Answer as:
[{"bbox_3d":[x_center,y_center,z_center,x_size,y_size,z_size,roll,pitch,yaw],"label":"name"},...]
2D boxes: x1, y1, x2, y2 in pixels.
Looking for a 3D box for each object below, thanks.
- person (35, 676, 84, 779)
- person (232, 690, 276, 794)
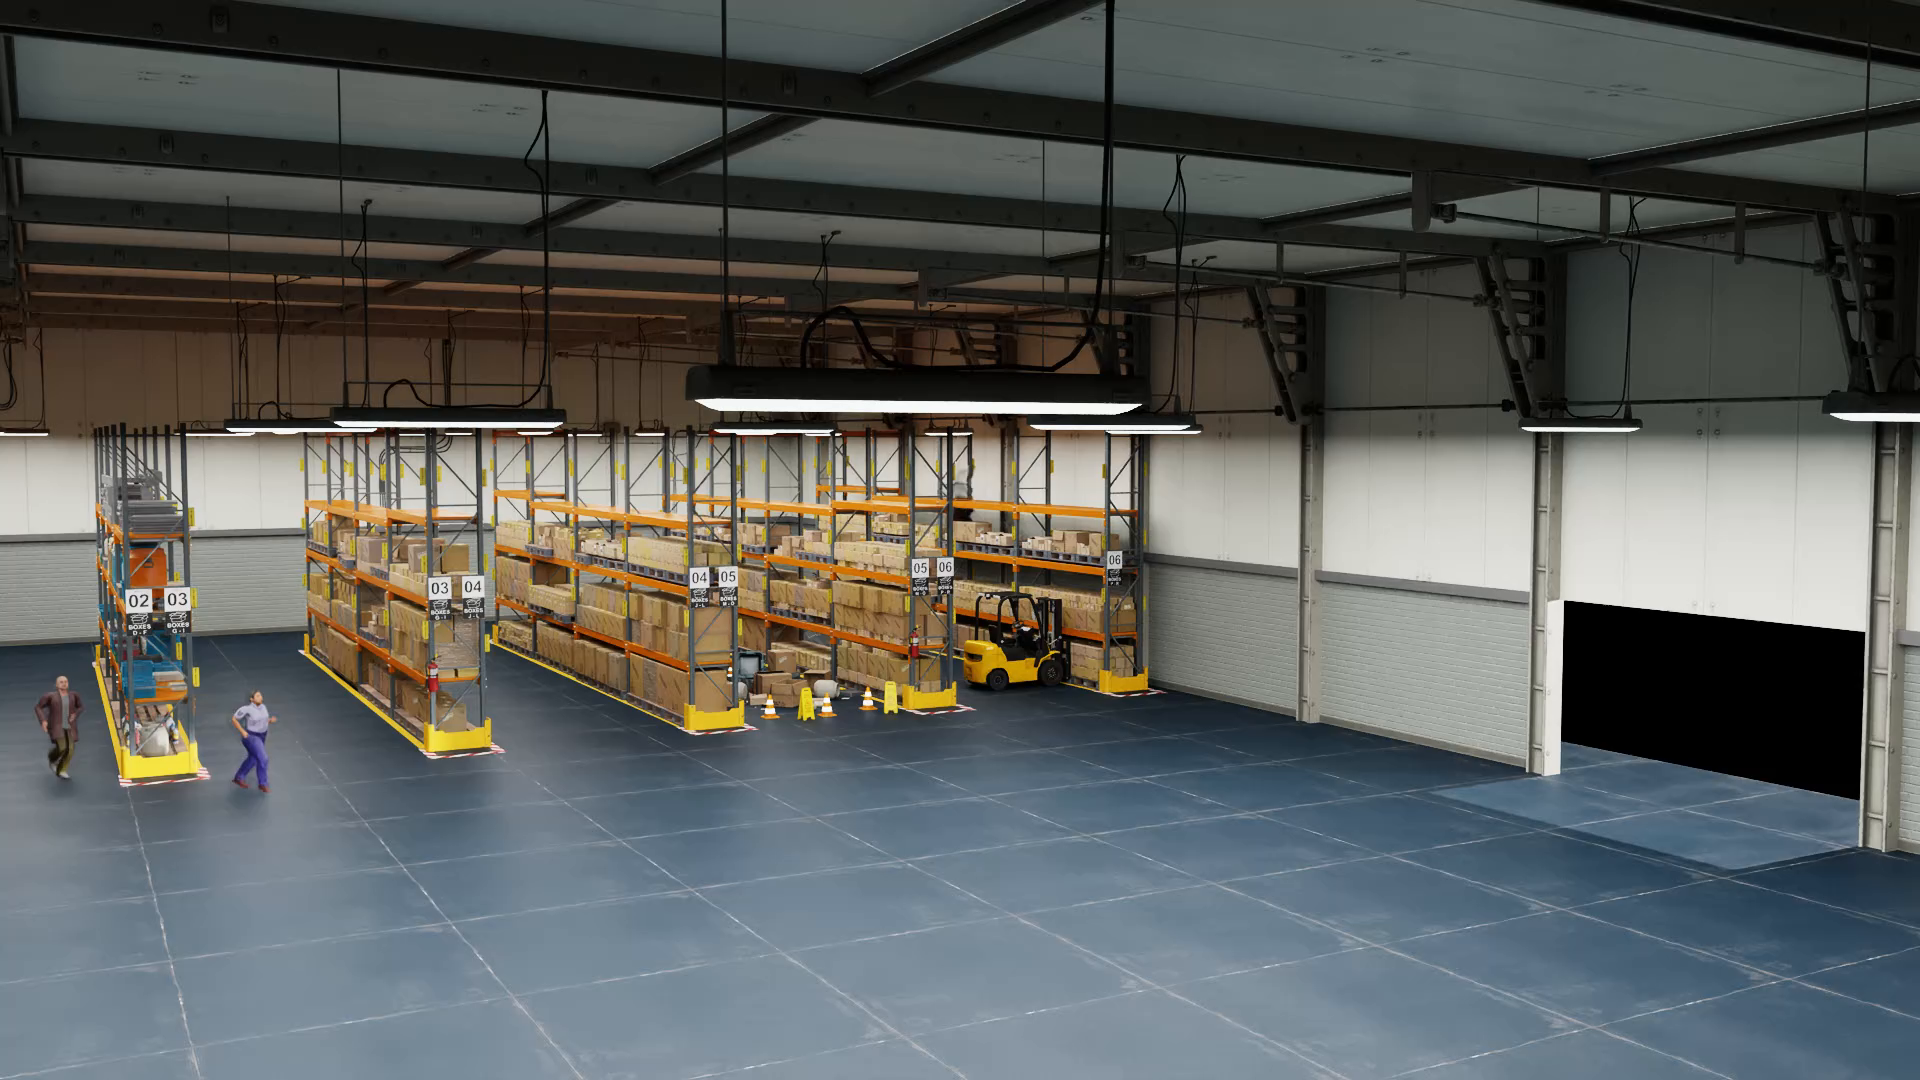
[{"bbox_3d":[-15.132,3.160,28.051,0.576,1.719,0.711,3,4,40],"label":"person"},{"bbox_3d":[-11.467,3.278,27.011,0.776,1.712,0.577,1,3,9],"label":"person"}]
